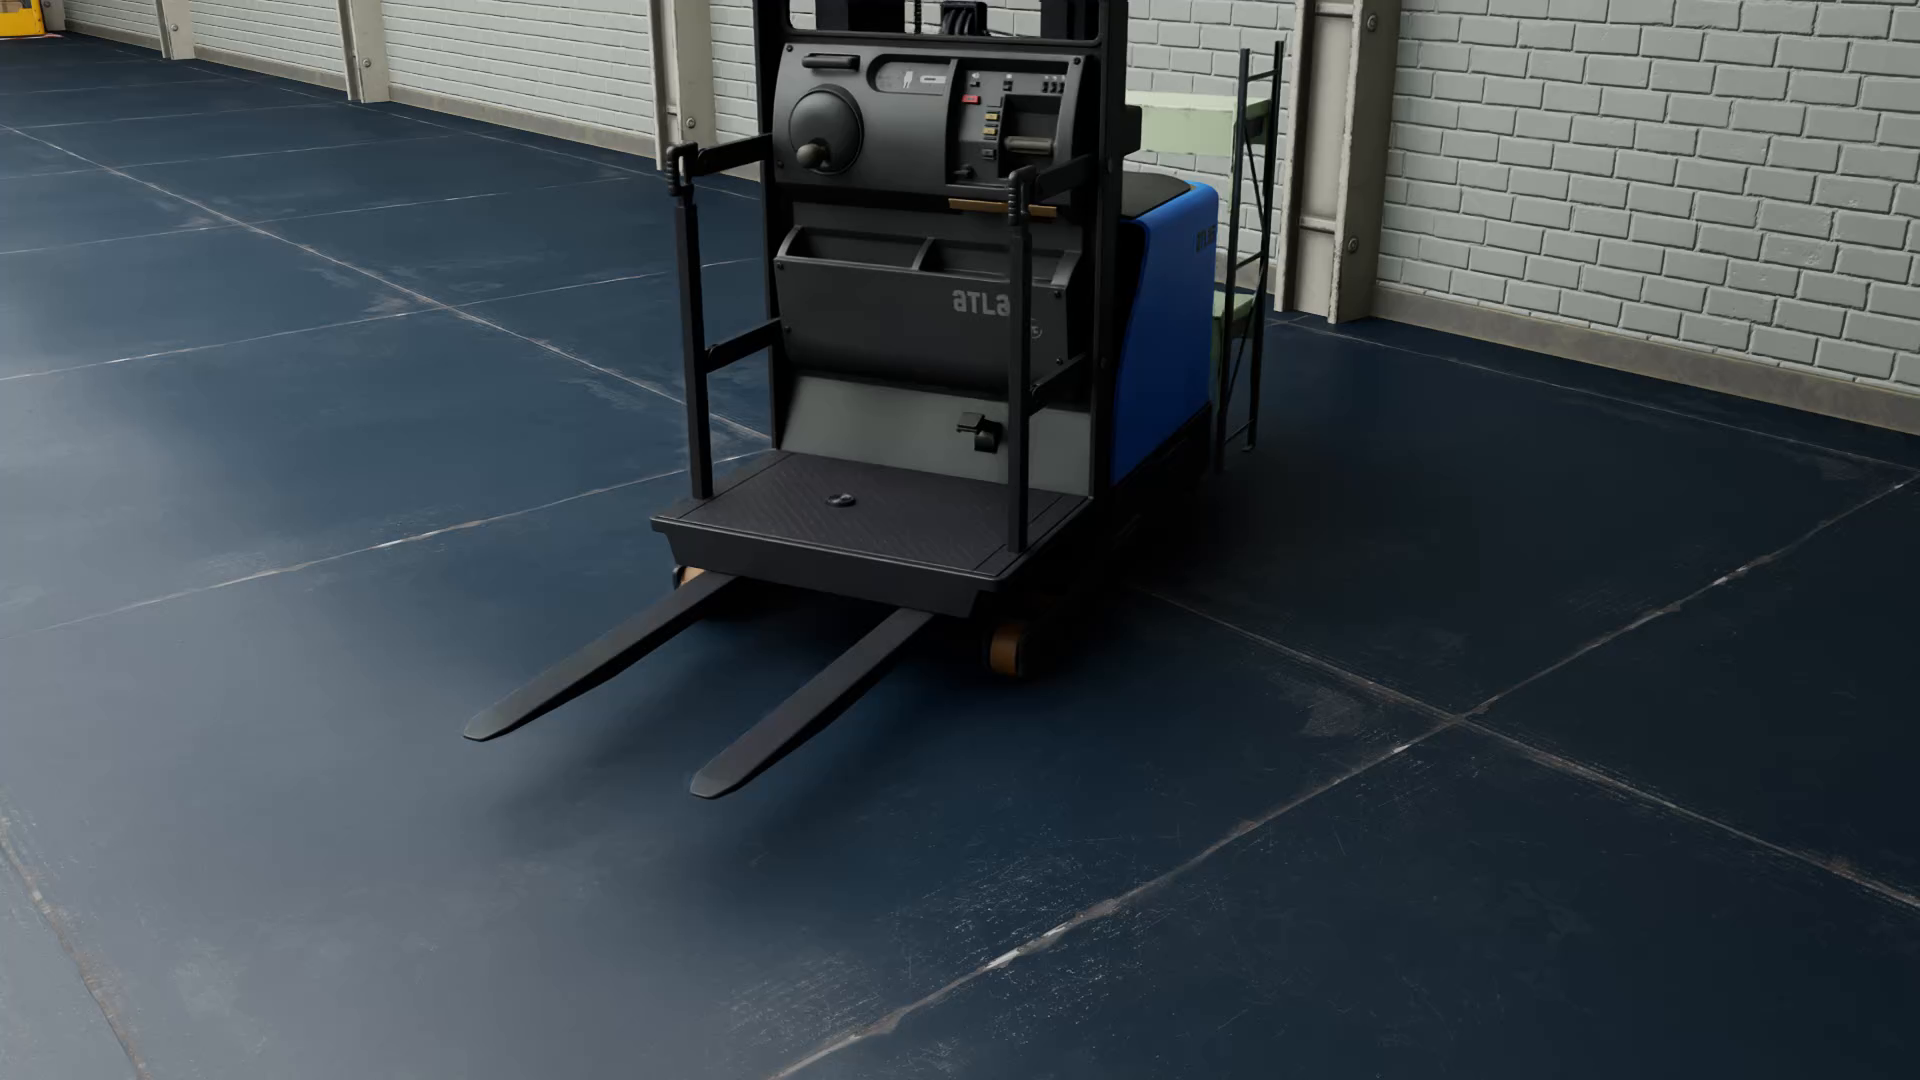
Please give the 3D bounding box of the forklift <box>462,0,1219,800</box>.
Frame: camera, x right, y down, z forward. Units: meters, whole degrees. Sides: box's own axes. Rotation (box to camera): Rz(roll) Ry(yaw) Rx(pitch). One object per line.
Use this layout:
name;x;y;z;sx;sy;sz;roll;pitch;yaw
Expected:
forklift;-0.186;-1.167;4.446;1.130;2.935;3.031;10;23;23

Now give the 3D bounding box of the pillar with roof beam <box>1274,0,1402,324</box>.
pillar with roof beam;-1.419;-4.322;4.179;9.100;9.000;0.400;-17;27;-37

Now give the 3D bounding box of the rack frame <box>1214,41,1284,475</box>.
rack frame;1.038;-1.002;5.981;0.023;1.500;0.400;11;24;26

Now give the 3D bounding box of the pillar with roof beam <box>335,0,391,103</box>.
pillar with roof beam;-9.252;-7.637;12.644;9.100;9.000;0.400;-17;27;-37

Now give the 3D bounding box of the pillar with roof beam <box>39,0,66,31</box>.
pillar with roof beam;-17.085;-10.952;21.108;9.100;9.000;0.400;-17;27;-37

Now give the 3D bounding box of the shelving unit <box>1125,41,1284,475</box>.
shelving unit;0.715;-1.065;6.142;0.755;1.500;0.431;11;24;26

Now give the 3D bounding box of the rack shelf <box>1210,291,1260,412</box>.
rack shelf;0.714;-0.761;6.259;0.720;0.370;0.431;11;24;26

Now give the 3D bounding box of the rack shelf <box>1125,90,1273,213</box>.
rack shelf;0.717;-1.429;6.002;0.720;0.370;0.431;11;24;26

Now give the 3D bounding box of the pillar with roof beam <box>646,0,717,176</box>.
pillar with roof beam;-5.336;-5.979;8.411;9.100;9.000;0.400;-17;27;-37

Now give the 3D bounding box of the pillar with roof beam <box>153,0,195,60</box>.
pillar with roof beam;-13.169;-9.295;16.876;9.100;9.000;0.400;-17;27;-37

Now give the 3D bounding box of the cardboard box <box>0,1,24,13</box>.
cardboard box;-14.224;-7.874;24.670;0.500;0.250;0.500;-17;27;-37

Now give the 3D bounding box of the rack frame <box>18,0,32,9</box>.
rack frame;-14.052;-8.777;23.780;1.000;3.000;0.127;-17;27;-37

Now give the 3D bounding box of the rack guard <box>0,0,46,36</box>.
rack guard;-14.036;-7.606;24.219;1.175;0.500;0.348;-17;27;-37
